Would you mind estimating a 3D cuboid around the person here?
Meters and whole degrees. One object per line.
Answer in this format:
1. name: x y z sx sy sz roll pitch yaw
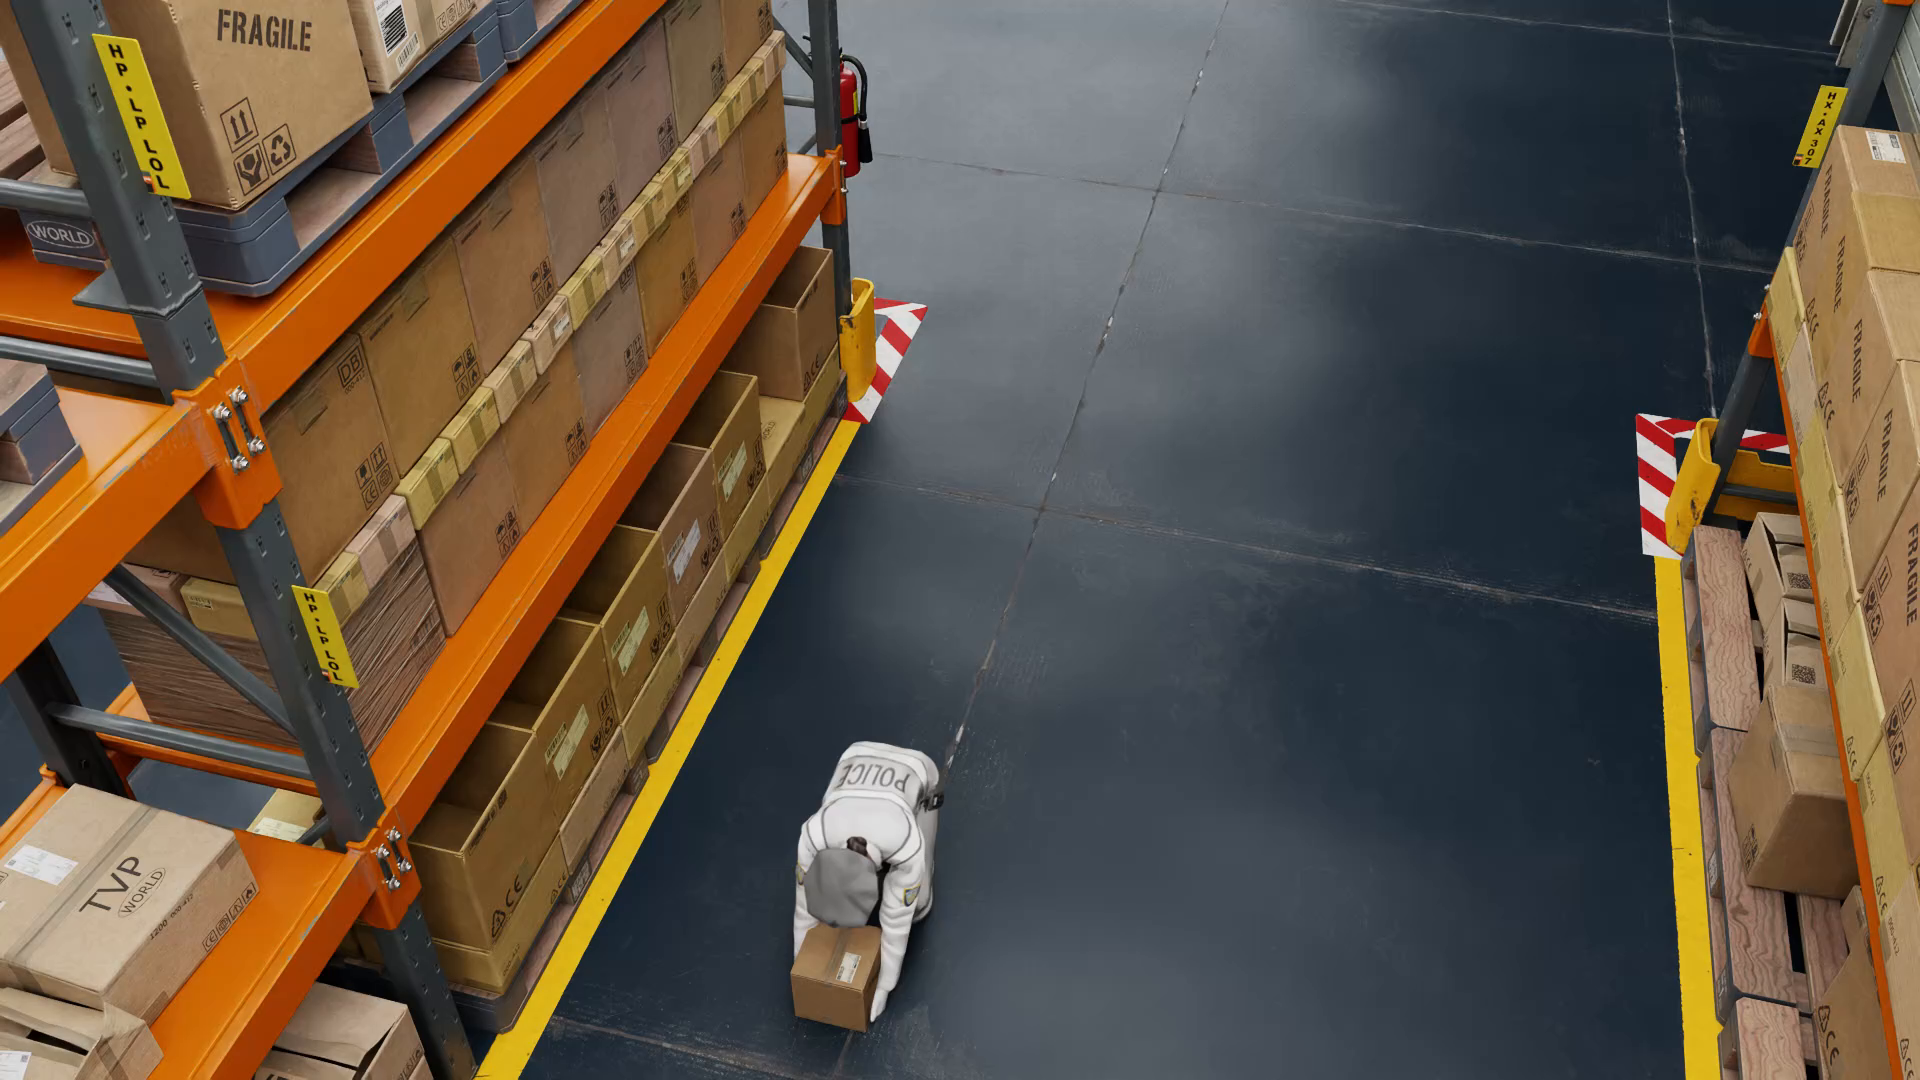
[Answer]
1. person: -0.310 1.094 5.638 0.464 0.850 0.888 10 42 11
